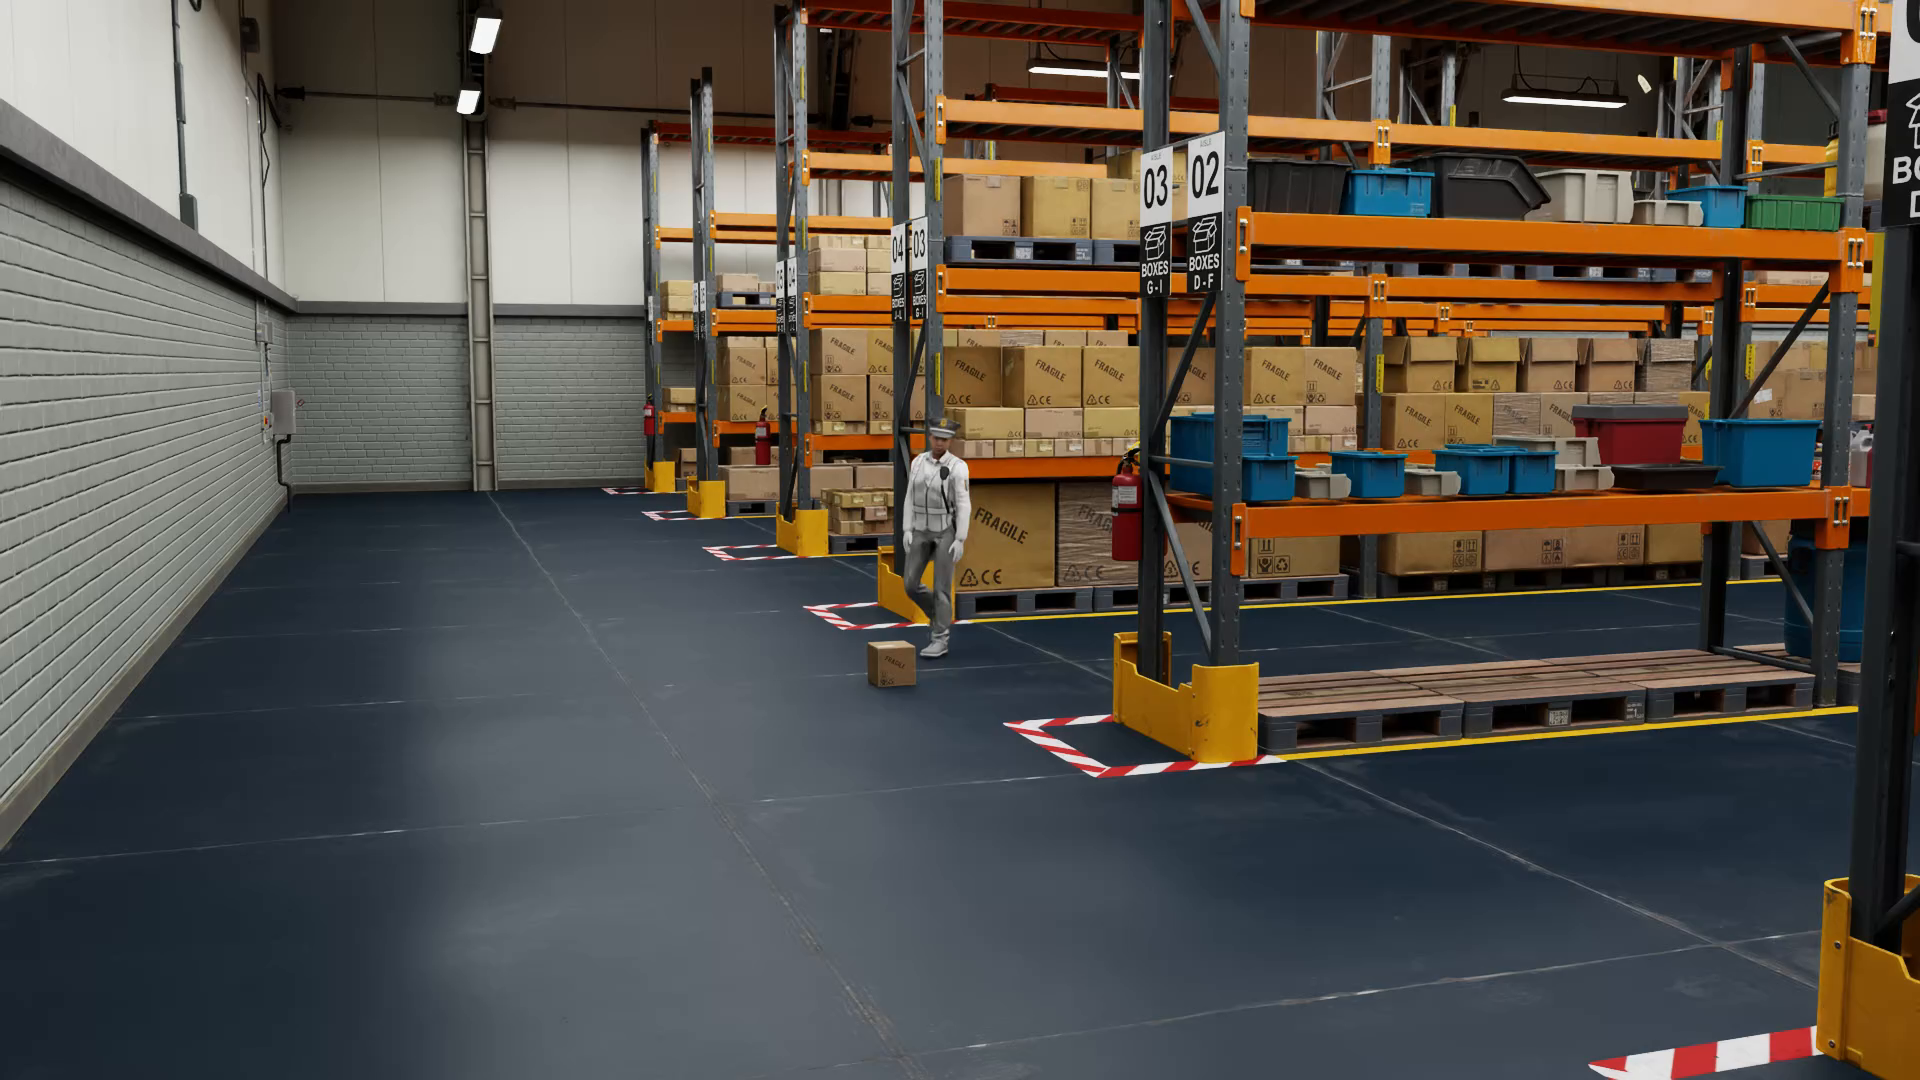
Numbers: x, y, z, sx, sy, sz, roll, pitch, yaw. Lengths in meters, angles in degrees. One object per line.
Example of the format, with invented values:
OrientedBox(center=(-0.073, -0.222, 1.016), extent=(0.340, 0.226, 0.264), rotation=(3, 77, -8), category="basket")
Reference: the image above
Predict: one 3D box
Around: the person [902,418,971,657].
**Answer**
OrientedBox(center=(-0.128, -0.031, 11.672), extent=(0.510, 1.665, 0.527), rotation=(3, 7, 28), category="person")
